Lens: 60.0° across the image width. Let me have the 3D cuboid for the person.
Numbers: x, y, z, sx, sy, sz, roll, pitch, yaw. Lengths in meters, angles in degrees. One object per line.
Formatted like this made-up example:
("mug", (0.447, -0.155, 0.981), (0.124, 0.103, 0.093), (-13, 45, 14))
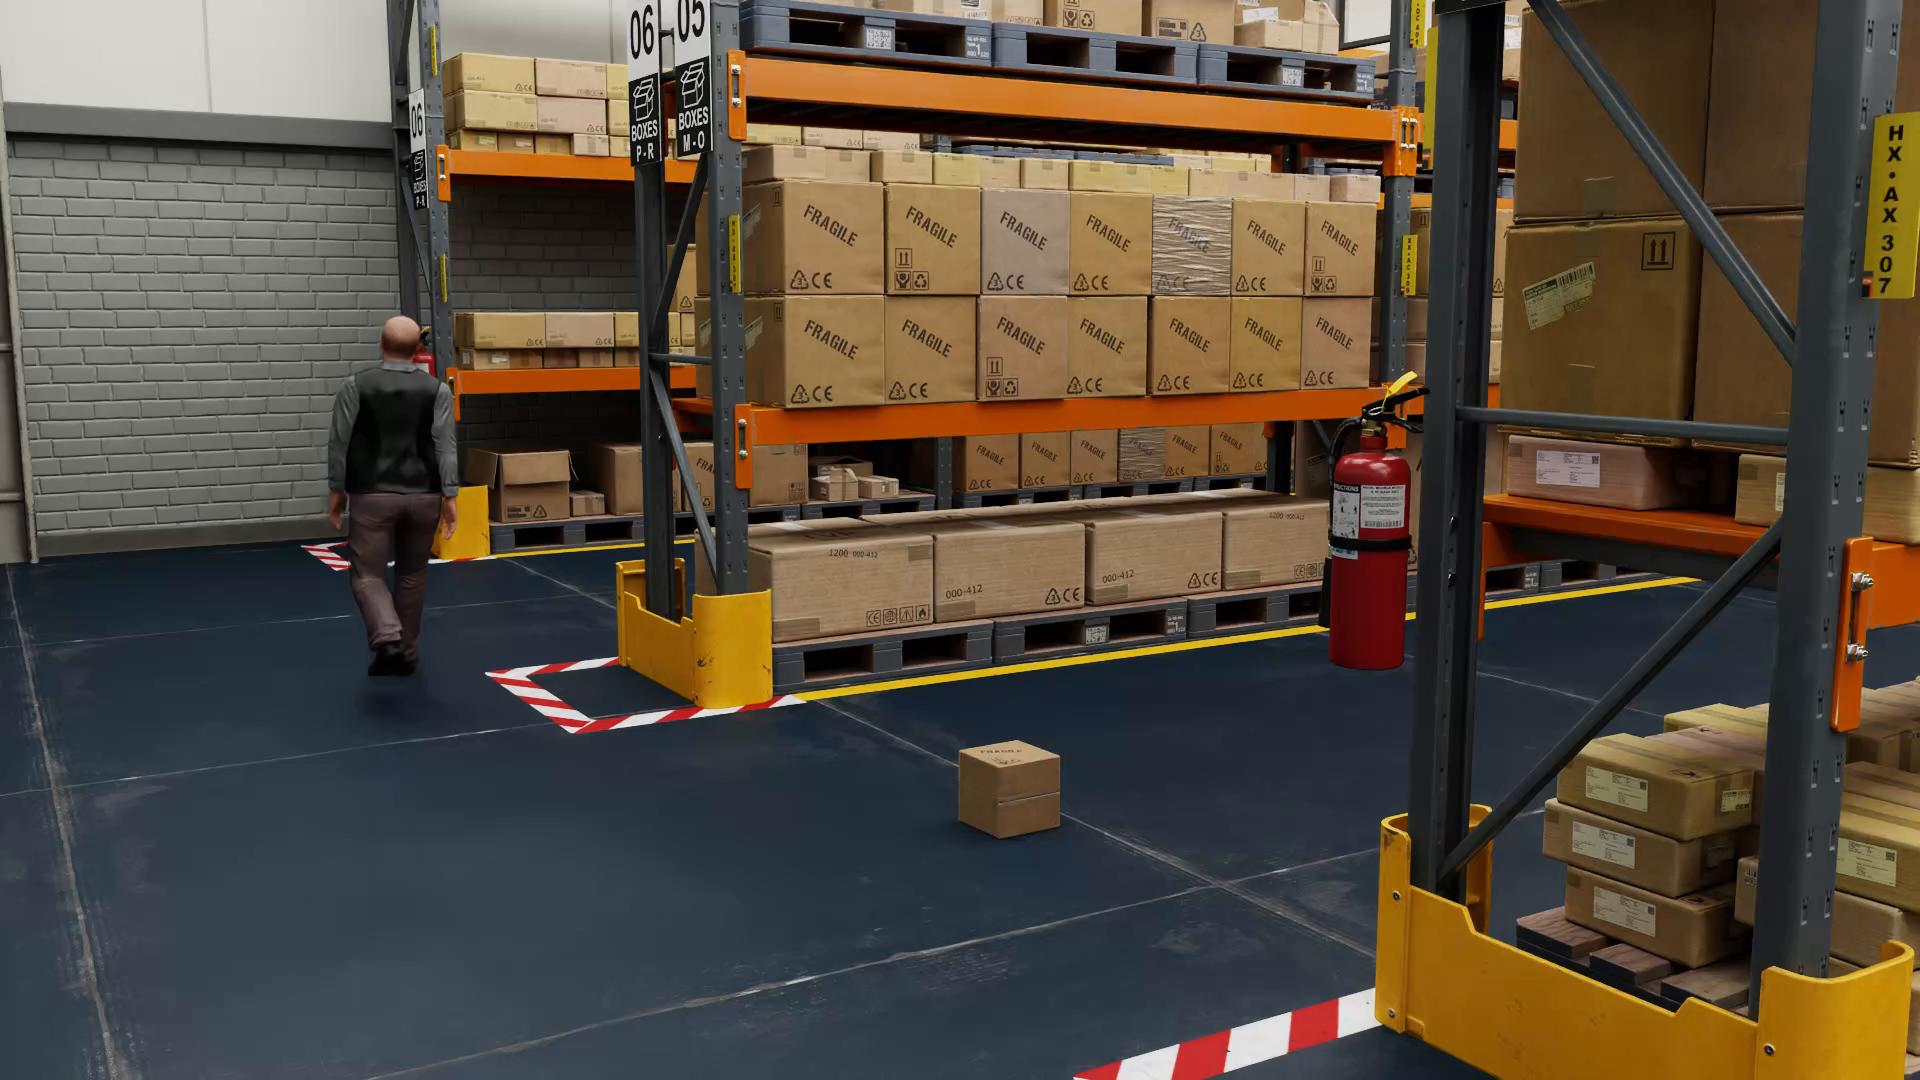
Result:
("person", (-2.630, -0.200, 7.774), (0.555, 1.700, 0.687), (-4, 9, -24))
